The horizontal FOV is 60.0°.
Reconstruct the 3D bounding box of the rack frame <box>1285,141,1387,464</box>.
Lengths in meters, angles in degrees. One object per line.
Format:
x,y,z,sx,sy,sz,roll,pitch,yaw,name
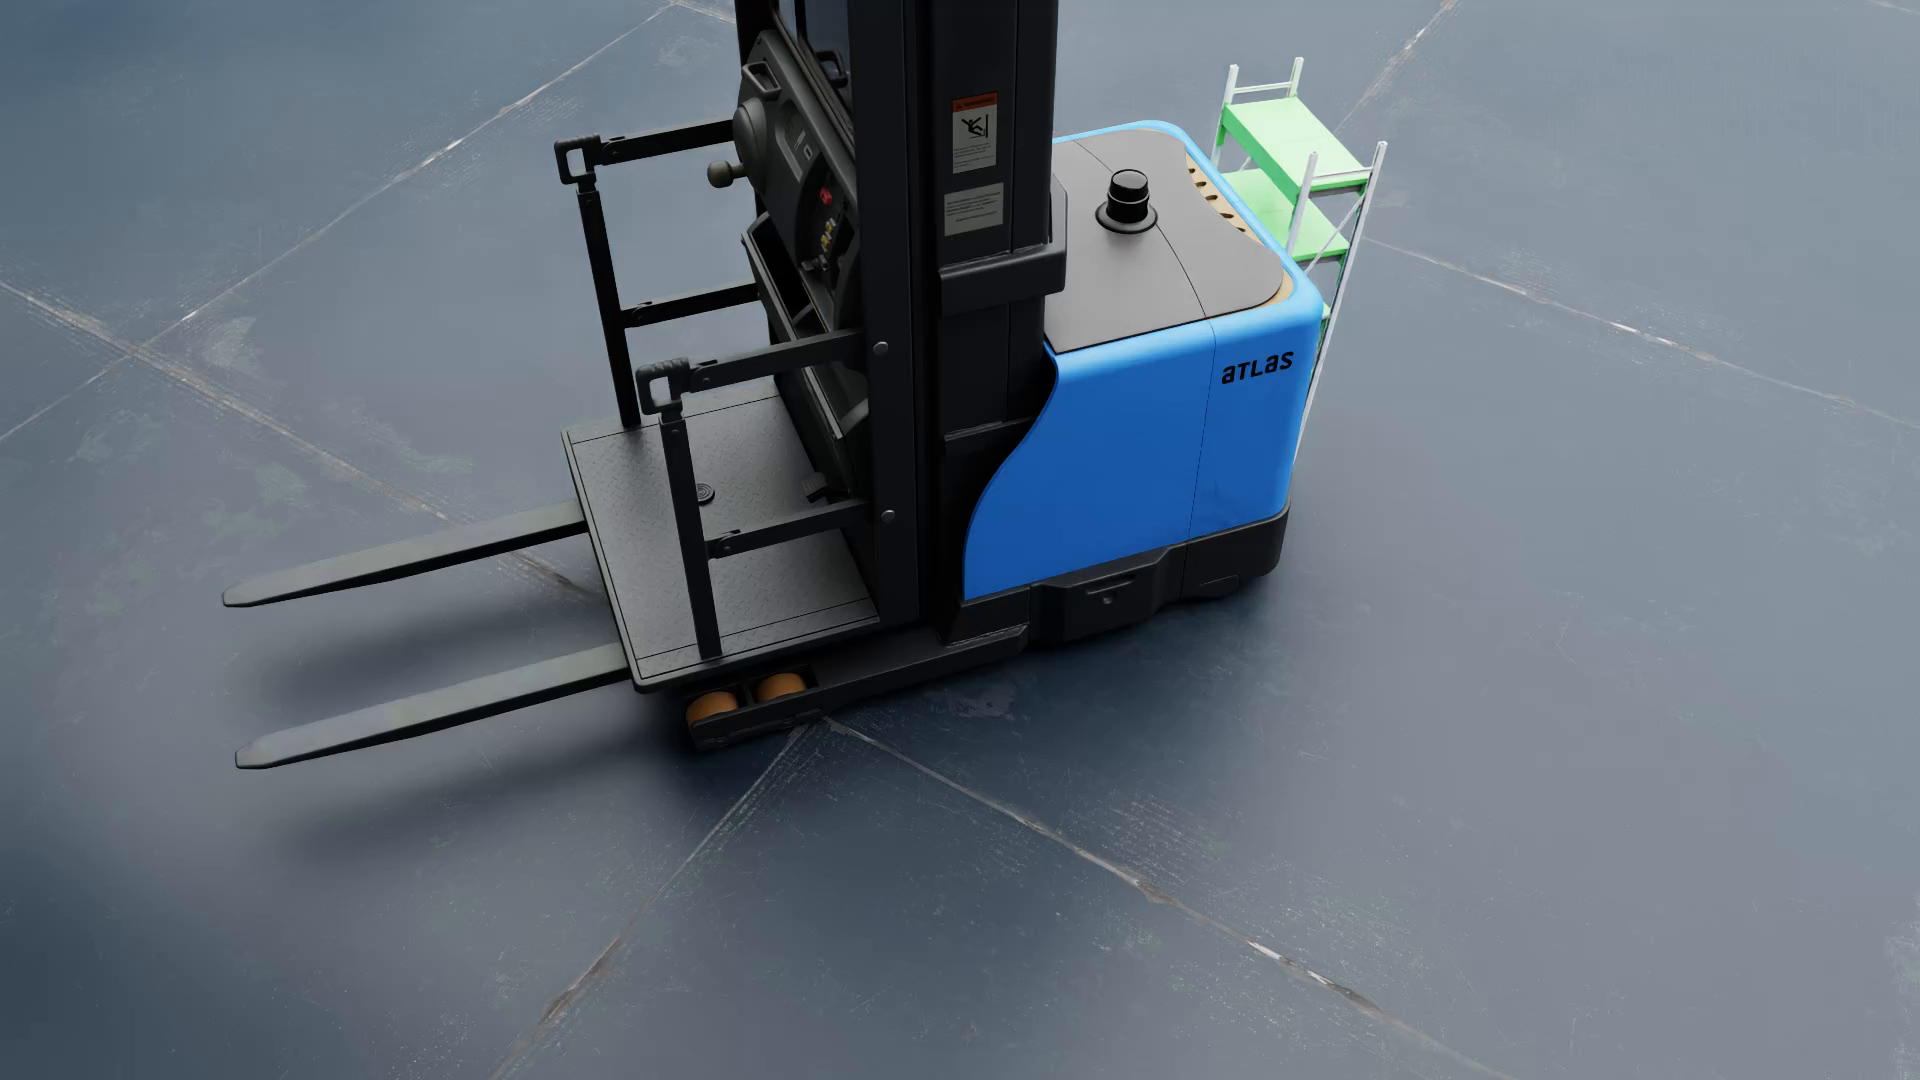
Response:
1.035,-0.663,5.044,0.240,1.200,0.015,-11,47,-17,rack frame

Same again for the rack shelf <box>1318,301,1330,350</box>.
0.946,-0.782,5.248,0.258,0.148,0.480,-11,47,-17,rack shelf

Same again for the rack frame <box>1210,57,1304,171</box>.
0.867,-0.992,5.363,0.240,1.200,0.015,-11,47,-17,rack frame

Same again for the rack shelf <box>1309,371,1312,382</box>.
0.927,-0.610,5.415,0.258,0.148,0.480,-11,47,-17,rack shelf

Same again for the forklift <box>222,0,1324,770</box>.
-0.590,-0.866,4.048,3.031,2.935,1.130,-15,48,-14,forklift

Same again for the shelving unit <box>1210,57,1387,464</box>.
0.951,-0.827,5.203,0.258,1.200,0.503,-11,47,-17,shelving unit

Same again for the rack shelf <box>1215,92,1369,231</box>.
0.984,-1.125,4.914,0.258,0.148,0.480,-11,47,-17,rack shelf

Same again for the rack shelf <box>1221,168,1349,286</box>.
0.965,-0.953,5.081,0.258,0.148,0.480,-11,47,-17,rack shelf
